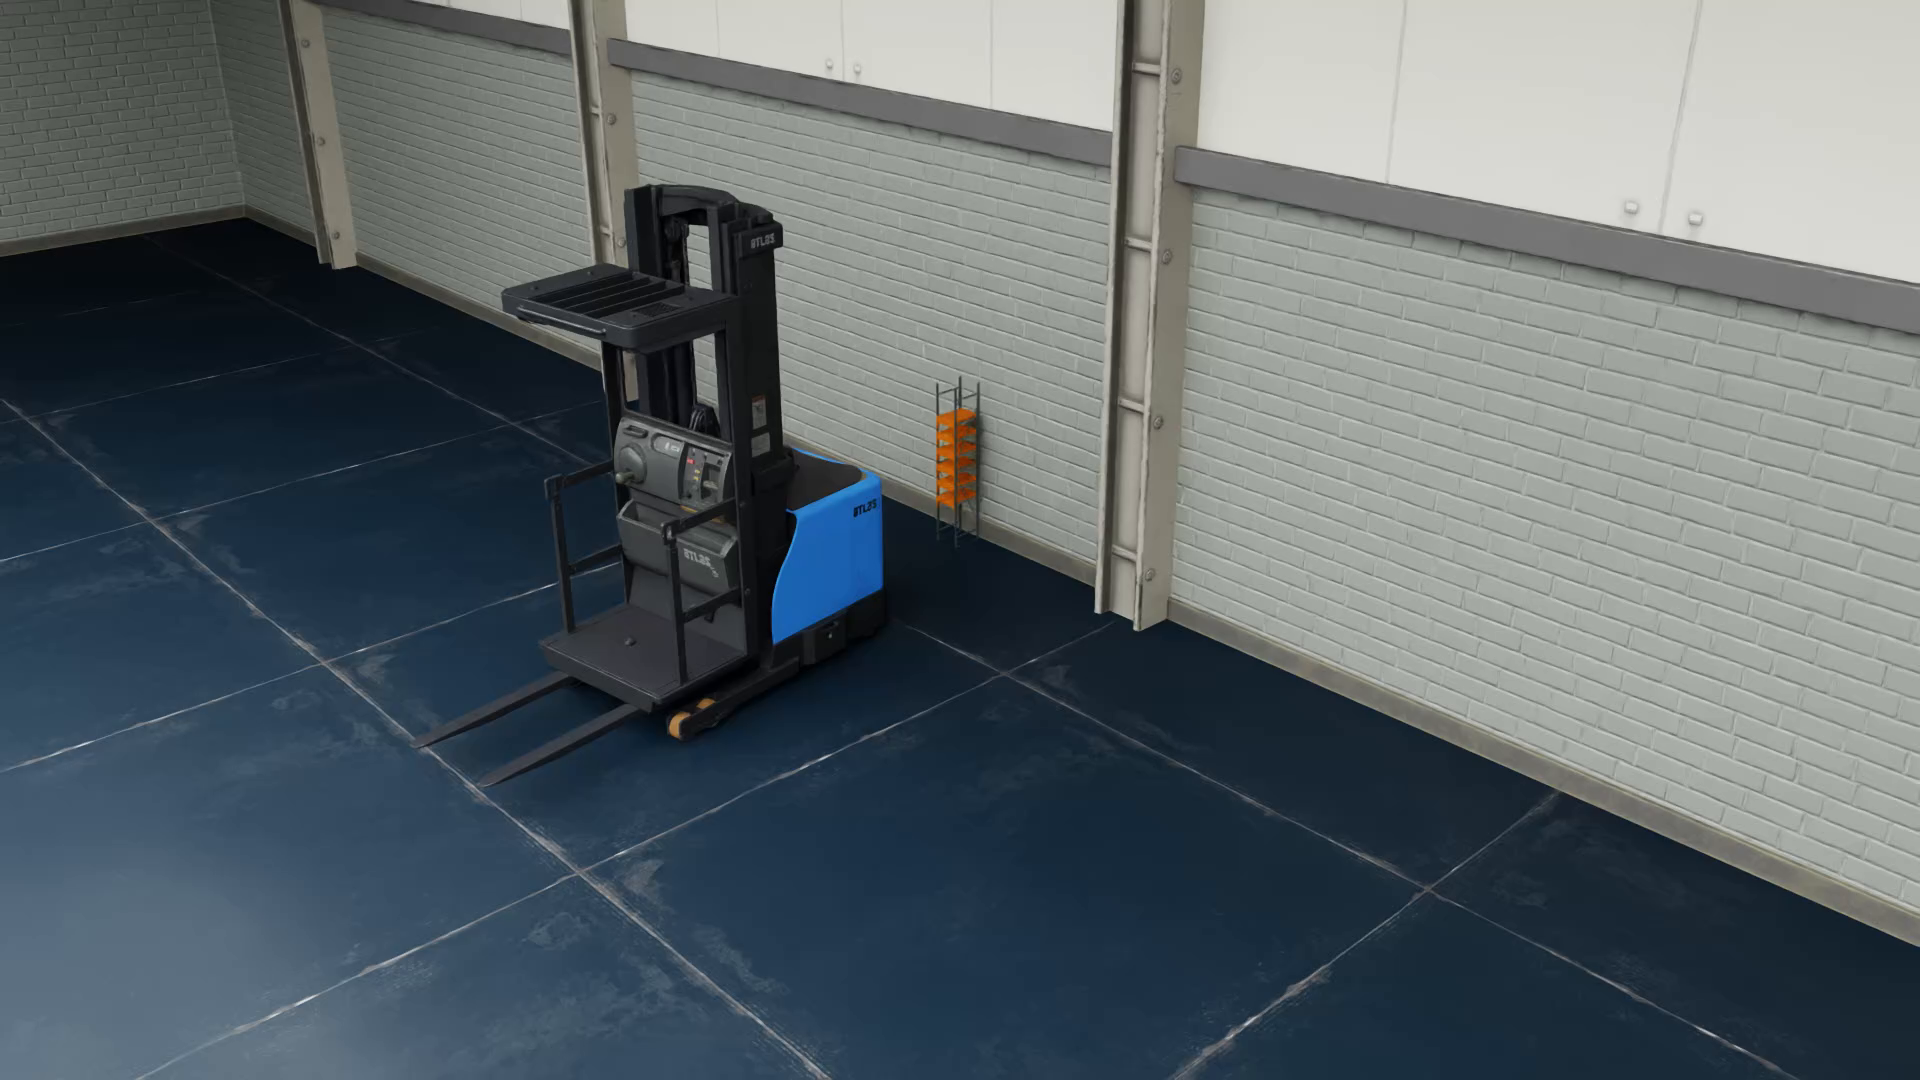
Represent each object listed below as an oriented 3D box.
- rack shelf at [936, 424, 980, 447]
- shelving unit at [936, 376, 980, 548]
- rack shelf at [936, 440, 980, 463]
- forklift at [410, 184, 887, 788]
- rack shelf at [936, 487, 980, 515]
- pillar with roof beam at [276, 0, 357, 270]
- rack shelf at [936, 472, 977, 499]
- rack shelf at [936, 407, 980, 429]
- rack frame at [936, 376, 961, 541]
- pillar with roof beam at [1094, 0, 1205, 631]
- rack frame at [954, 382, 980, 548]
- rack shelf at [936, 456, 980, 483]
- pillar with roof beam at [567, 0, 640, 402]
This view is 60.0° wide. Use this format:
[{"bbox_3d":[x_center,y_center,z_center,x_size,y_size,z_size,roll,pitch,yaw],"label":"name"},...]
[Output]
[{"bbox_3d":[-0.015,-0.725,11.719,0.258,0.103,0.180,-22,32,-39],"label":"rack shelf"},{"bbox_3d":[-0.015,-0.547,11.800,0.258,1.200,0.189,-22,32,-39],"label":"shelving unit"},{"bbox_3d":[-0.015,-0.616,11.769,0.258,0.103,0.180,-22,32,-39],"label":"rack shelf"},{"bbox_3d":[-1.791,-0.416,9.427,1.130,2.935,3.031,19,30,35],"label":"forklift"},{"bbox_3d":[-0.015,-0.288,11.918,0.258,0.103,0.180,-22,32,-39],"label":"rack shelf"},{"bbox_3d":[-10.211,-6.019,14.398,9.100,9.000,0.400,-21,32,-38],"label":"pillar with roof beam"},{"bbox_3d":[-0.015,-0.397,11.868,0.258,0.103,0.180,-22,32,-39],"label":"rack shelf"},{"bbox_3d":[-0.015,-0.834,11.669,0.258,0.103,0.180,-22,32,-39],"label":"rack shelf"},{"bbox_3d":[-0.078,-0.574,11.860,0.240,1.200,0.006,-22,32,-39],"label":"rack frame"},{"bbox_3d":[-2.009,-2.383,6.429,9.100,9.000,0.400,-21,32,-38],"label":"pillar with roof beam"},{"bbox_3d":[0.049,-0.520,11.740,0.240,1.200,0.006,-22,32,-39],"label":"rack frame"},{"bbox_3d":[-0.015,-0.507,11.819,0.258,0.103,0.180,-22,32,-39],"label":"rack shelf"},{"bbox_3d":[-6.110,-4.201,10.414,9.100,9.000,0.400,-21,32,-38],"label":"pillar with roof beam"}]
